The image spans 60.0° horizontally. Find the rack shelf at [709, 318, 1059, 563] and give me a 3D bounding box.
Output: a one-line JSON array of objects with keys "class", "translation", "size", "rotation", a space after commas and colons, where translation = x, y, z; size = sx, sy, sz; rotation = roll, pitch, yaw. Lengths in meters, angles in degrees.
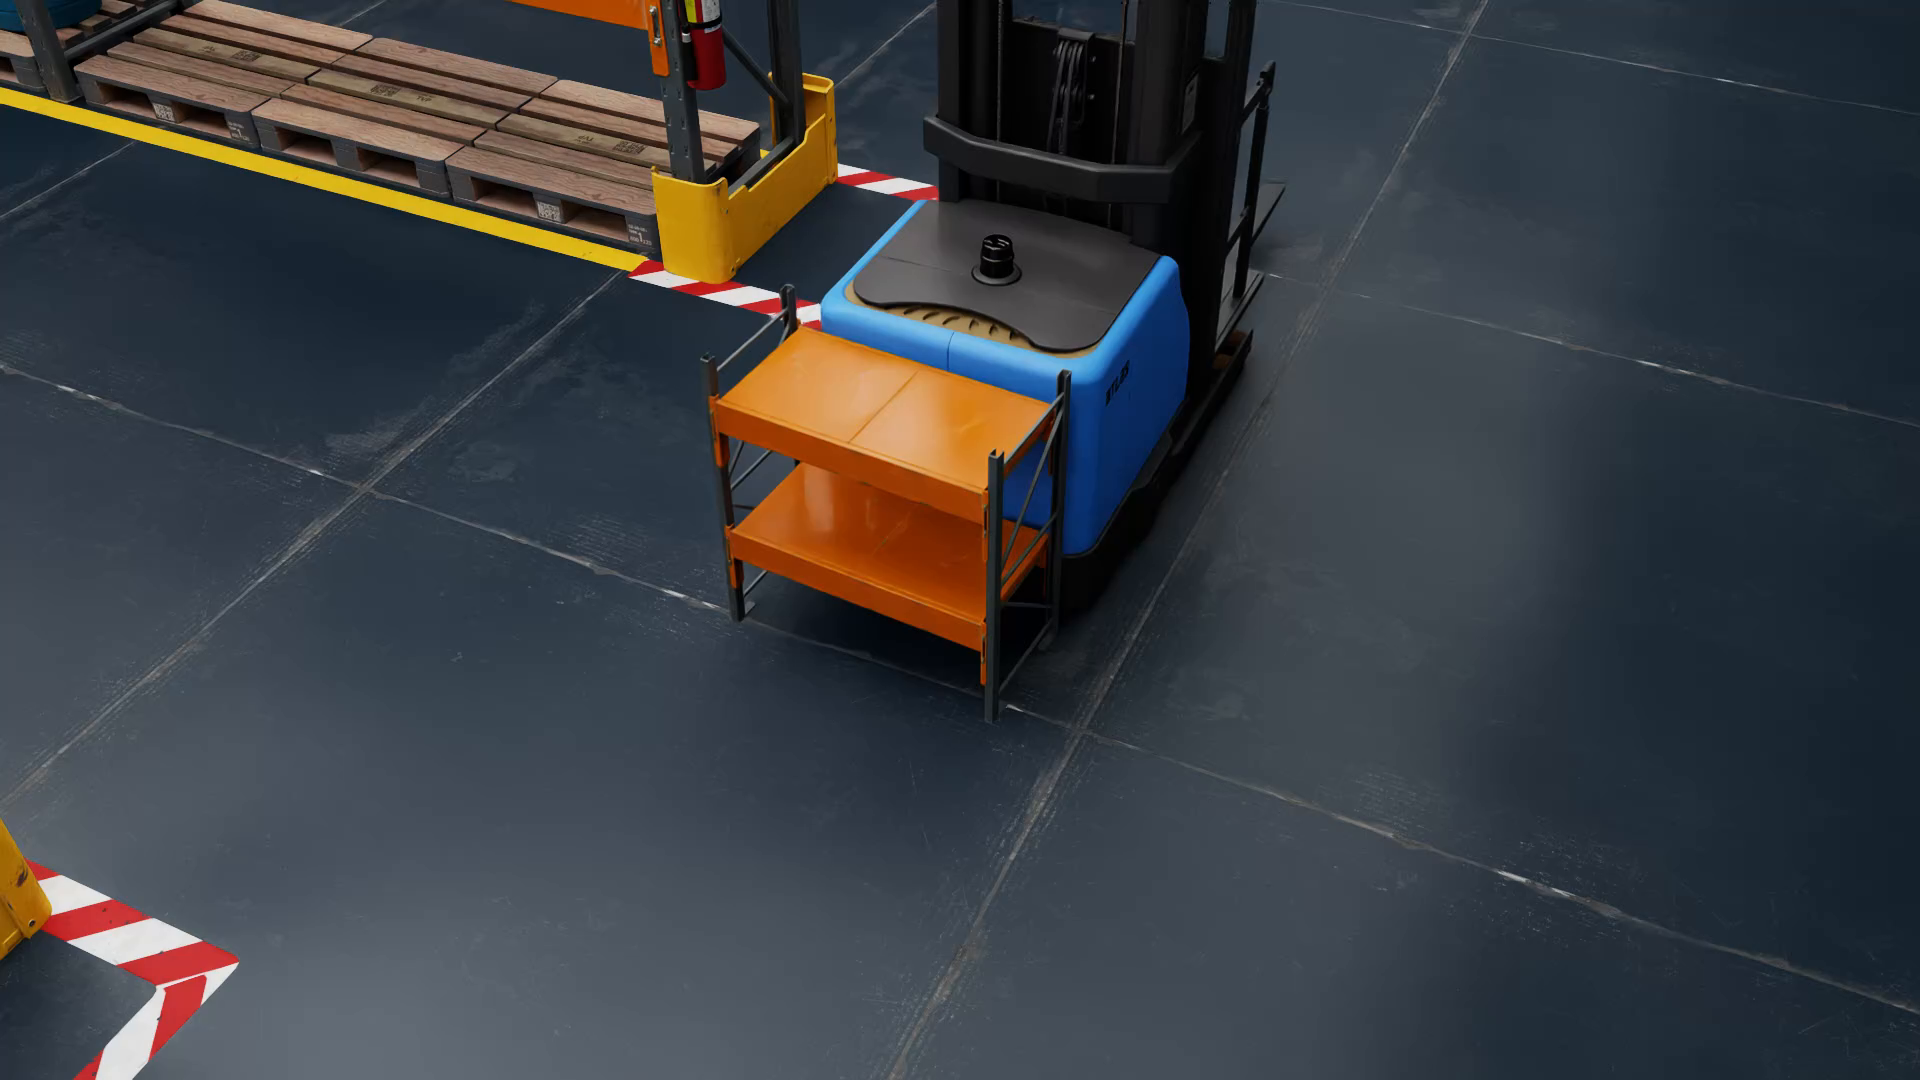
[{"class": "rack shelf", "translation": [-0.233, -0.339, 5.335], "size": [1.000, 0.278, 0.538], "rotation": [20, 45, 21]}]

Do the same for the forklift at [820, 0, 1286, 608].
[{"class": "forklift", "translation": [0.595, -1.833, 6.127], "size": [1.130, 2.935, 3.031], "rotation": [17, 44, 19]}]

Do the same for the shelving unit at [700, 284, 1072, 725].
[{"class": "shelving unit", "translation": [-0.233, -0.117, 5.527], "size": [1.048, 1.125, 0.538], "rotation": [20, 45, 21]}]

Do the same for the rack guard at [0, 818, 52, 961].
[{"class": "rack guard", "translation": [-3.092, 1.211, 4.471], "size": [0.348, 0.500, 1.175], "rotation": [17, 44, 19]}]

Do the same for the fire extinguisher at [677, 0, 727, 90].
[{"class": "fire extinguisher", "translation": [-1.075, -2.198, 6.840], "size": [0.183, 0.674, 0.296], "rotation": [17, 44, 19]}]

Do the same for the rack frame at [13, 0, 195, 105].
[{"class": "rack frame", "translation": [-4.645, -3.788, 8.330], "size": [0.127, 3.000, 1.000], "rotation": [17, 44, 19]}]

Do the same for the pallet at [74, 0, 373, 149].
[{"class": "pallet", "translation": [-3.962, -2.553, 9.035], "size": [1.213, 0.211, 1.003], "rotation": [17, 44, 19]}]

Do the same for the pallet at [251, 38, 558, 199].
[{"class": "pallet", "translation": [-2.852, -2.216, 8.646], "size": [1.213, 0.211, 1.003], "rotation": [17, 44, 19]}]

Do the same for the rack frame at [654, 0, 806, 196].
[{"class": "rack frame", "translation": [-1.020, -2.680, 7.052], "size": [0.127, 3.000, 1.000], "rotation": [17, 44, 19]}]

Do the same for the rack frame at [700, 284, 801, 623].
[{"class": "rack frame", "translation": [-0.680, -0.277, 5.710], "size": [0.032, 1.125, 0.500], "rotation": [20, 45, 21]}]

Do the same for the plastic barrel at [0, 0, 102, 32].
[{"class": "plastic barrel", "translation": [-5.130, -3.314, 9.065], "size": [0.708, 0.901, 0.600], "rotation": [17, 44, 19]}]

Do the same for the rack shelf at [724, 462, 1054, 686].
[{"class": "rack shelf", "translation": [-0.233, 0.067, 5.687], "size": [1.000, 0.278, 0.538], "rotation": [20, 45, 21]}]

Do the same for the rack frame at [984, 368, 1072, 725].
[{"class": "rack frame", "translation": [0.213, 0.042, 5.343], "size": [0.032, 1.125, 0.500], "rotation": [20, 45, 21]}]

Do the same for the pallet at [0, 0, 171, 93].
[{"class": "pallet", "translation": [-5.326, -2.972, 9.518], "size": [1.213, 0.211, 1.003], "rotation": [17, 44, 19]}]

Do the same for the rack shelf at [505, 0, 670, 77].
[{"class": "rack shelf", "translation": [-2.832, -2.962, 7.926], "size": [4.000, 0.370, 1.077], "rotation": [17, 44, 19]}]

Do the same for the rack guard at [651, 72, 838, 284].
[{"class": "rack guard", "translation": [-0.992, -1.737, 7.872], "size": [0.348, 0.500, 1.175], "rotation": [17, 44, 19]}]

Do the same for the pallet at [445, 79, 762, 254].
[{"class": "pallet", "translation": [-1.751, -1.878, 8.255], "size": [1.213, 0.211, 1.003], "rotation": [17, 44, 19]}]
